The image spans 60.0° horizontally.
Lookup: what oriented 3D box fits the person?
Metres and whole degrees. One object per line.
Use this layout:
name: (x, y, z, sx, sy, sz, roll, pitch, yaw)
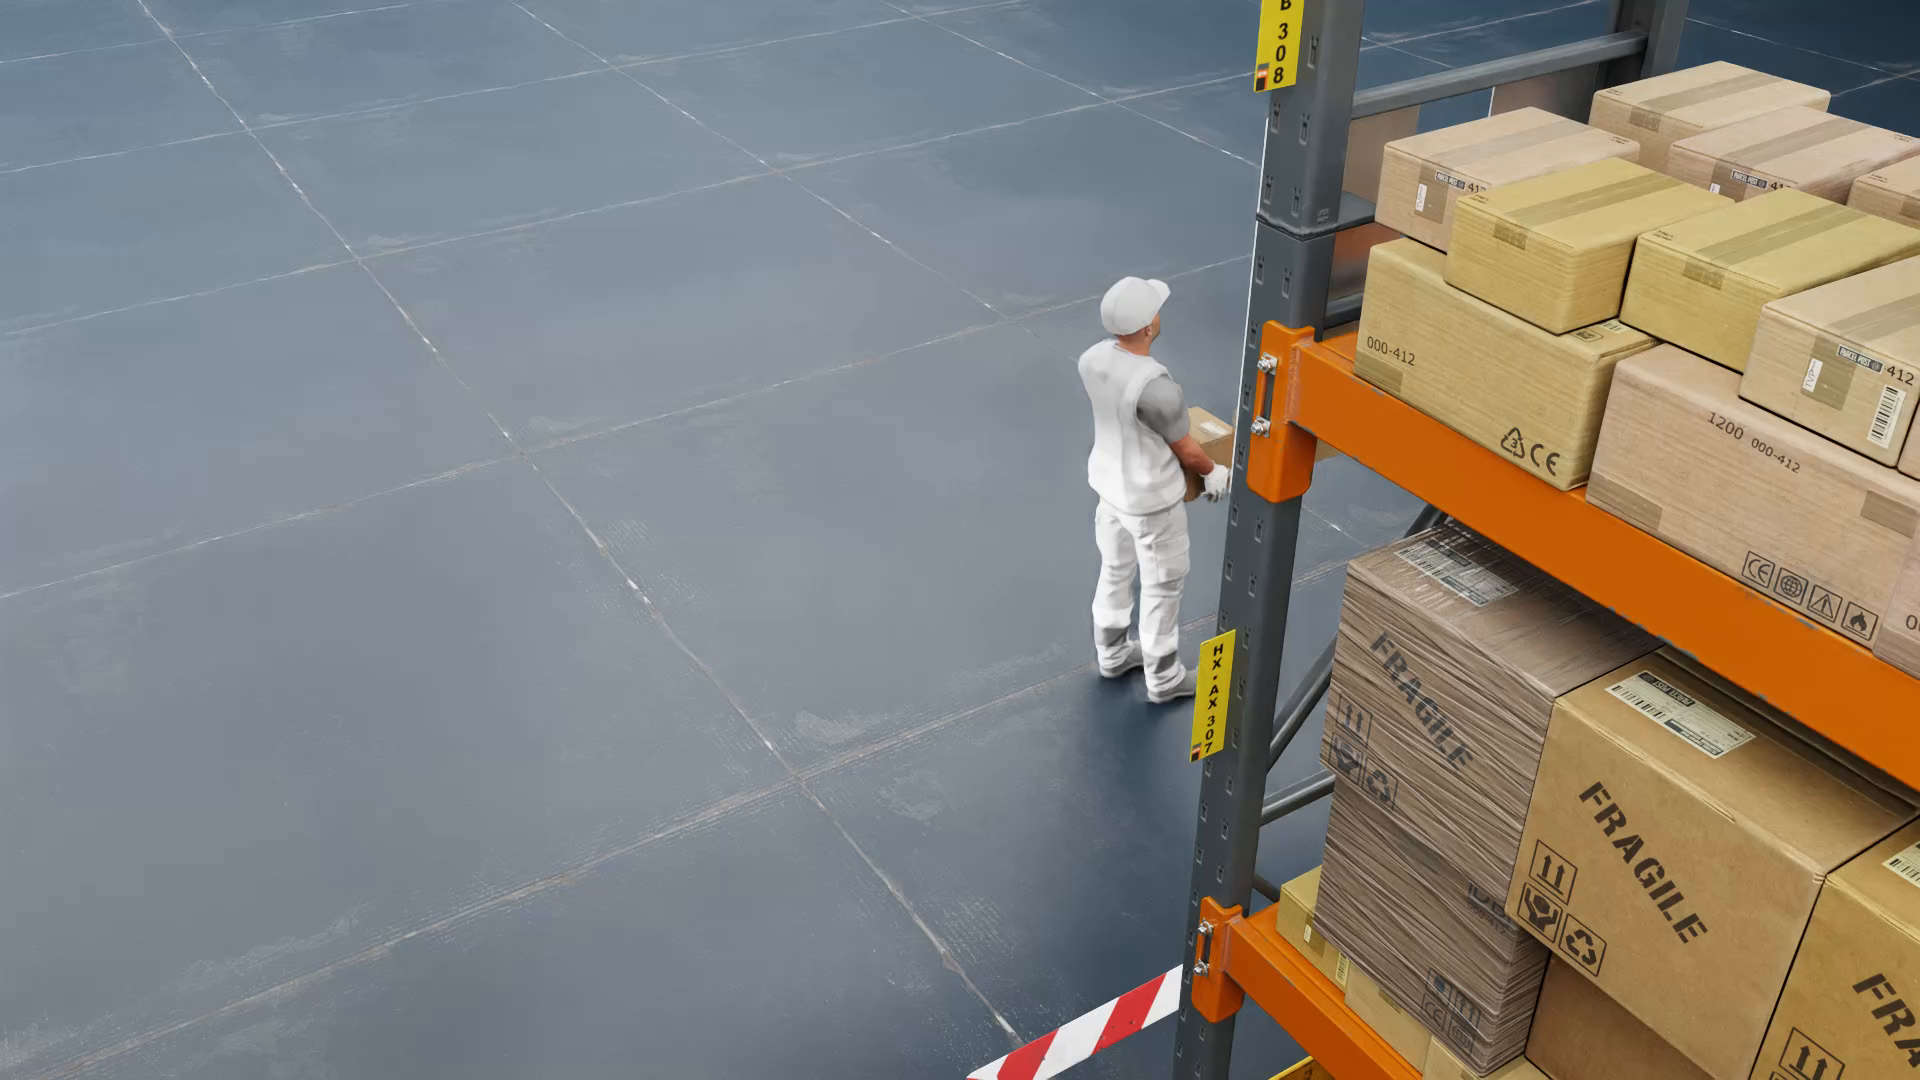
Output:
person: (0.748, -0.205, 6.435, 0.538, 1.793, 0.522, -18, 37, -26)
